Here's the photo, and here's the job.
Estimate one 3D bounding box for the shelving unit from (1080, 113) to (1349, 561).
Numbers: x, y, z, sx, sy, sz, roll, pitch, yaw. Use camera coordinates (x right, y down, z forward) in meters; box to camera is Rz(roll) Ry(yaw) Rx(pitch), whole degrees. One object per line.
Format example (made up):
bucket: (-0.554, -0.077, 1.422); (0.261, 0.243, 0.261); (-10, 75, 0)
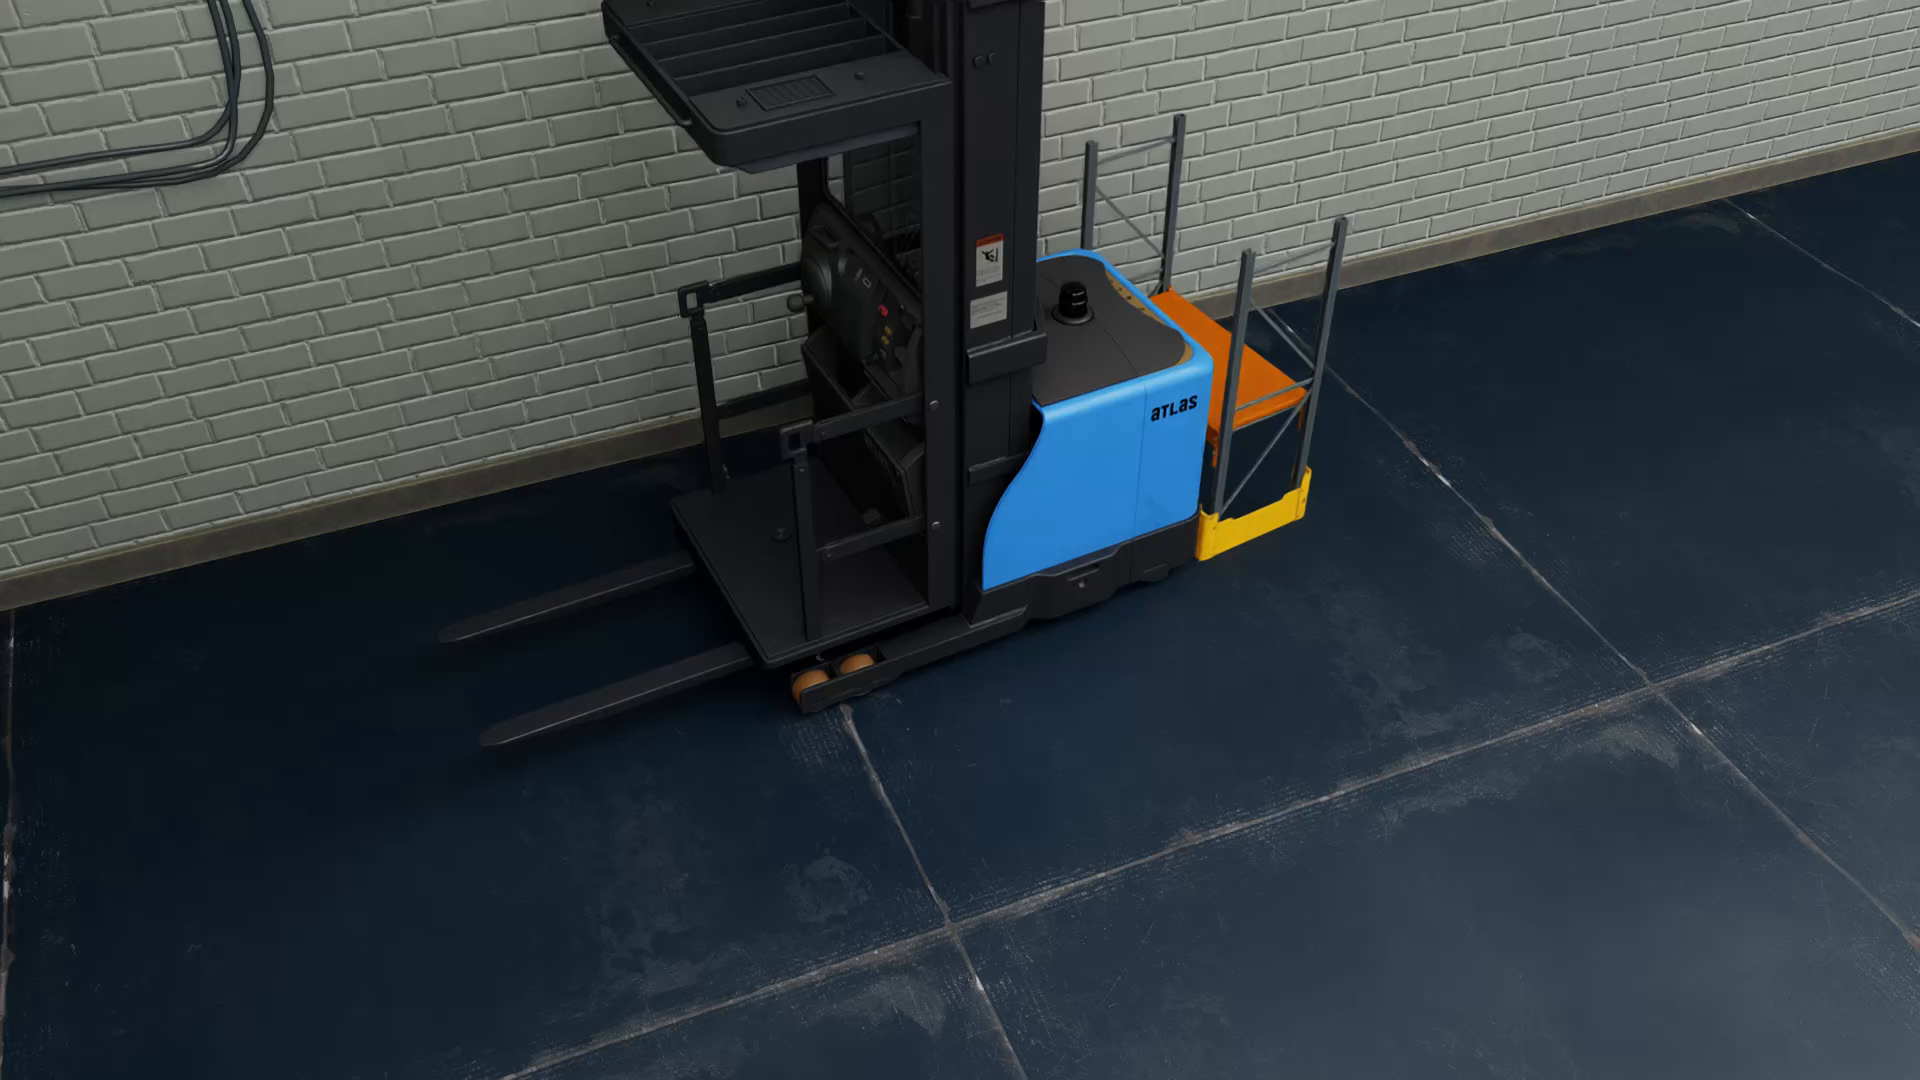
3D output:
shelving unit: (1.001, -0.874, 7.116); (0.587, 1.500, 1.083); (-22, 45, -23)

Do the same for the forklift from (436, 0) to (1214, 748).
forklift: (-0.546, -0.837, 5.975); (3.031, 2.935, 1.130); (-19, 44, -20)

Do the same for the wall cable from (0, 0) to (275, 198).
wall cable: (-3.900, -1.949, 4.997); (3.097, 2.526, 0.112); (-15, 43, -17)

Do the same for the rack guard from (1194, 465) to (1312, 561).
rack guard: (1.263, -0.124, 7.202); (0.587, 0.250, 0.087); (-22, 45, -23)

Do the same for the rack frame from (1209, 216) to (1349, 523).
rack frame: (1.273, -0.587, 6.782); (0.500, 1.500, 0.032); (-22, 45, -23)

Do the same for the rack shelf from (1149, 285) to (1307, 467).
rack shelf: (1.006, -0.732, 7.227); (0.538, 0.185, 1.000); (-22, 45, -23)

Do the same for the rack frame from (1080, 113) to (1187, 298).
rack frame: (0.739, -1.151, 7.438); (0.500, 1.500, 0.032); (-22, 45, -23)
